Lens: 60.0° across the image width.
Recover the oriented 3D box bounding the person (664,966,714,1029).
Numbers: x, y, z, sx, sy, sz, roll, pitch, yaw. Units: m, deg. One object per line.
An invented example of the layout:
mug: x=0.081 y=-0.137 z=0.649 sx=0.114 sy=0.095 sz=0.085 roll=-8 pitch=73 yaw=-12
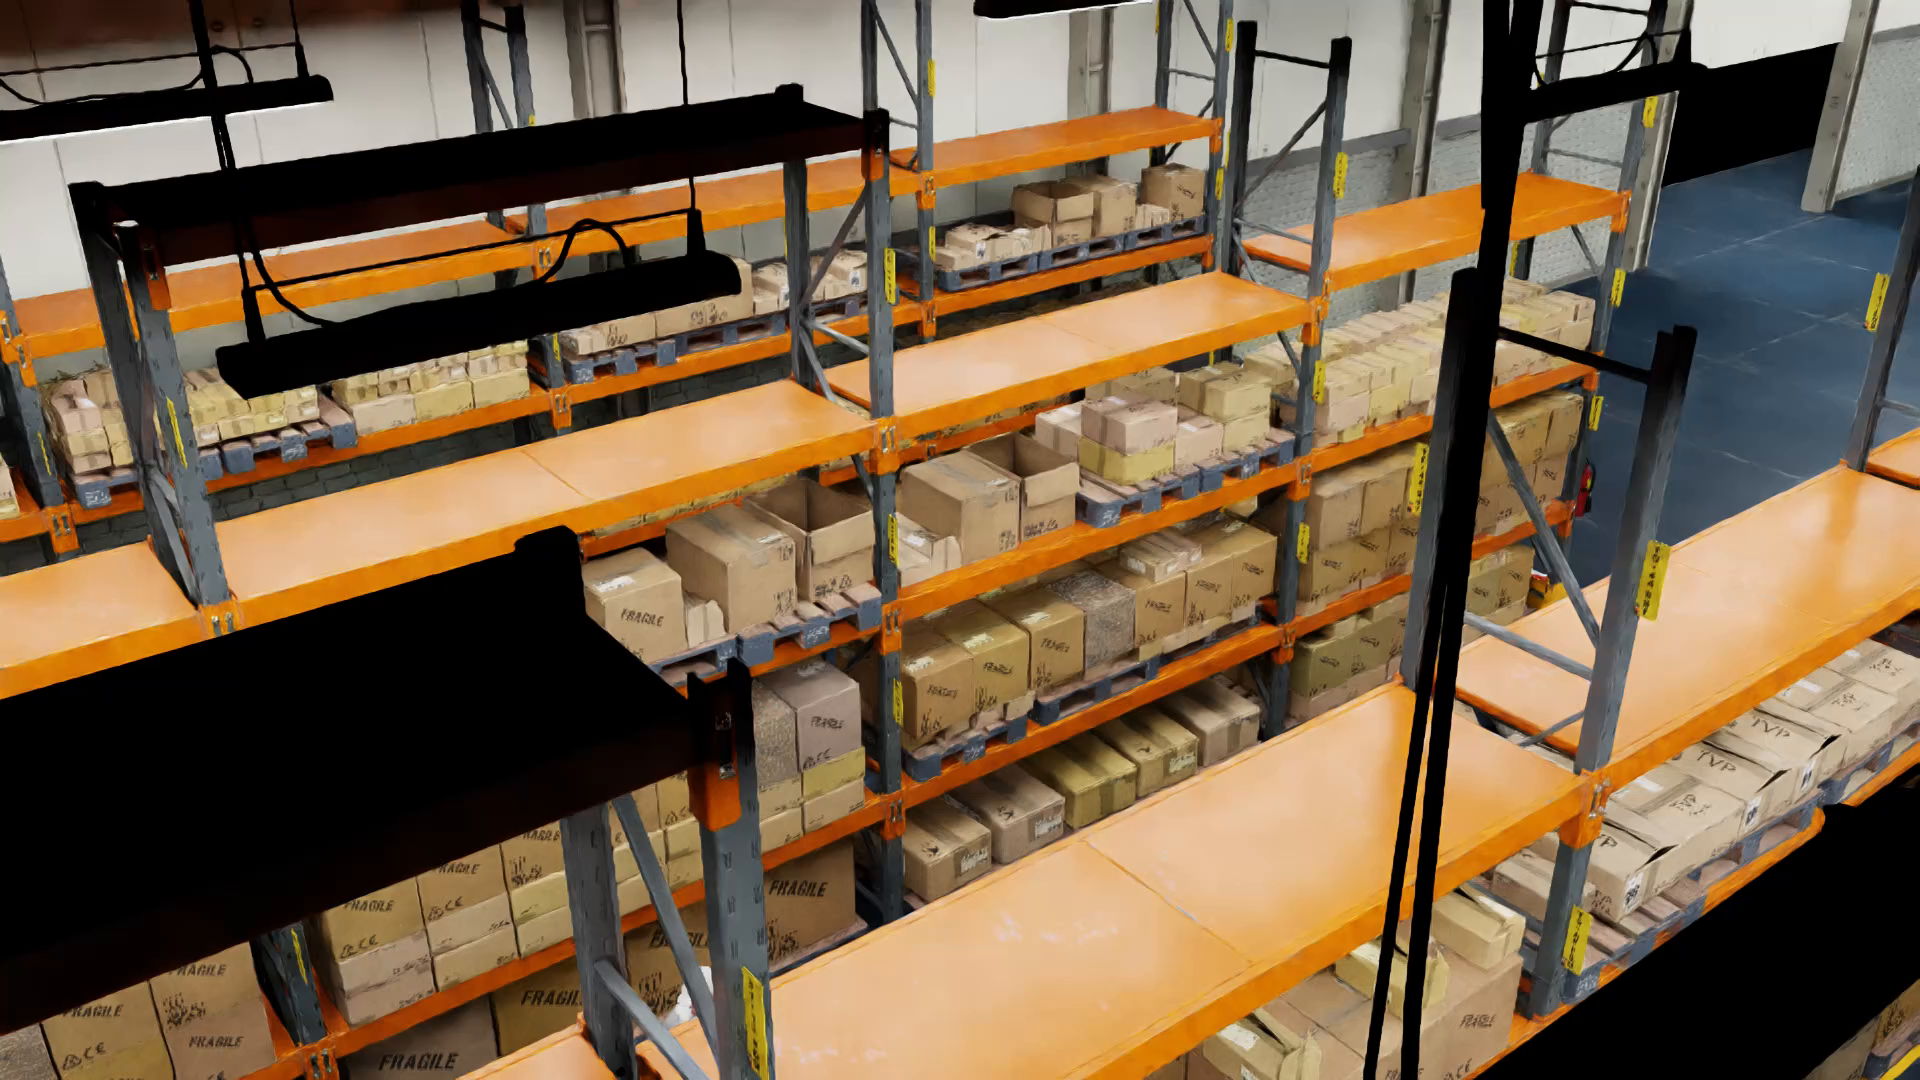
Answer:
person: x=-1.438 y=3.192 z=9.536 sx=0.664 sy=1.785 sz=0.581 roll=-7 pitch=27 yaw=-14
